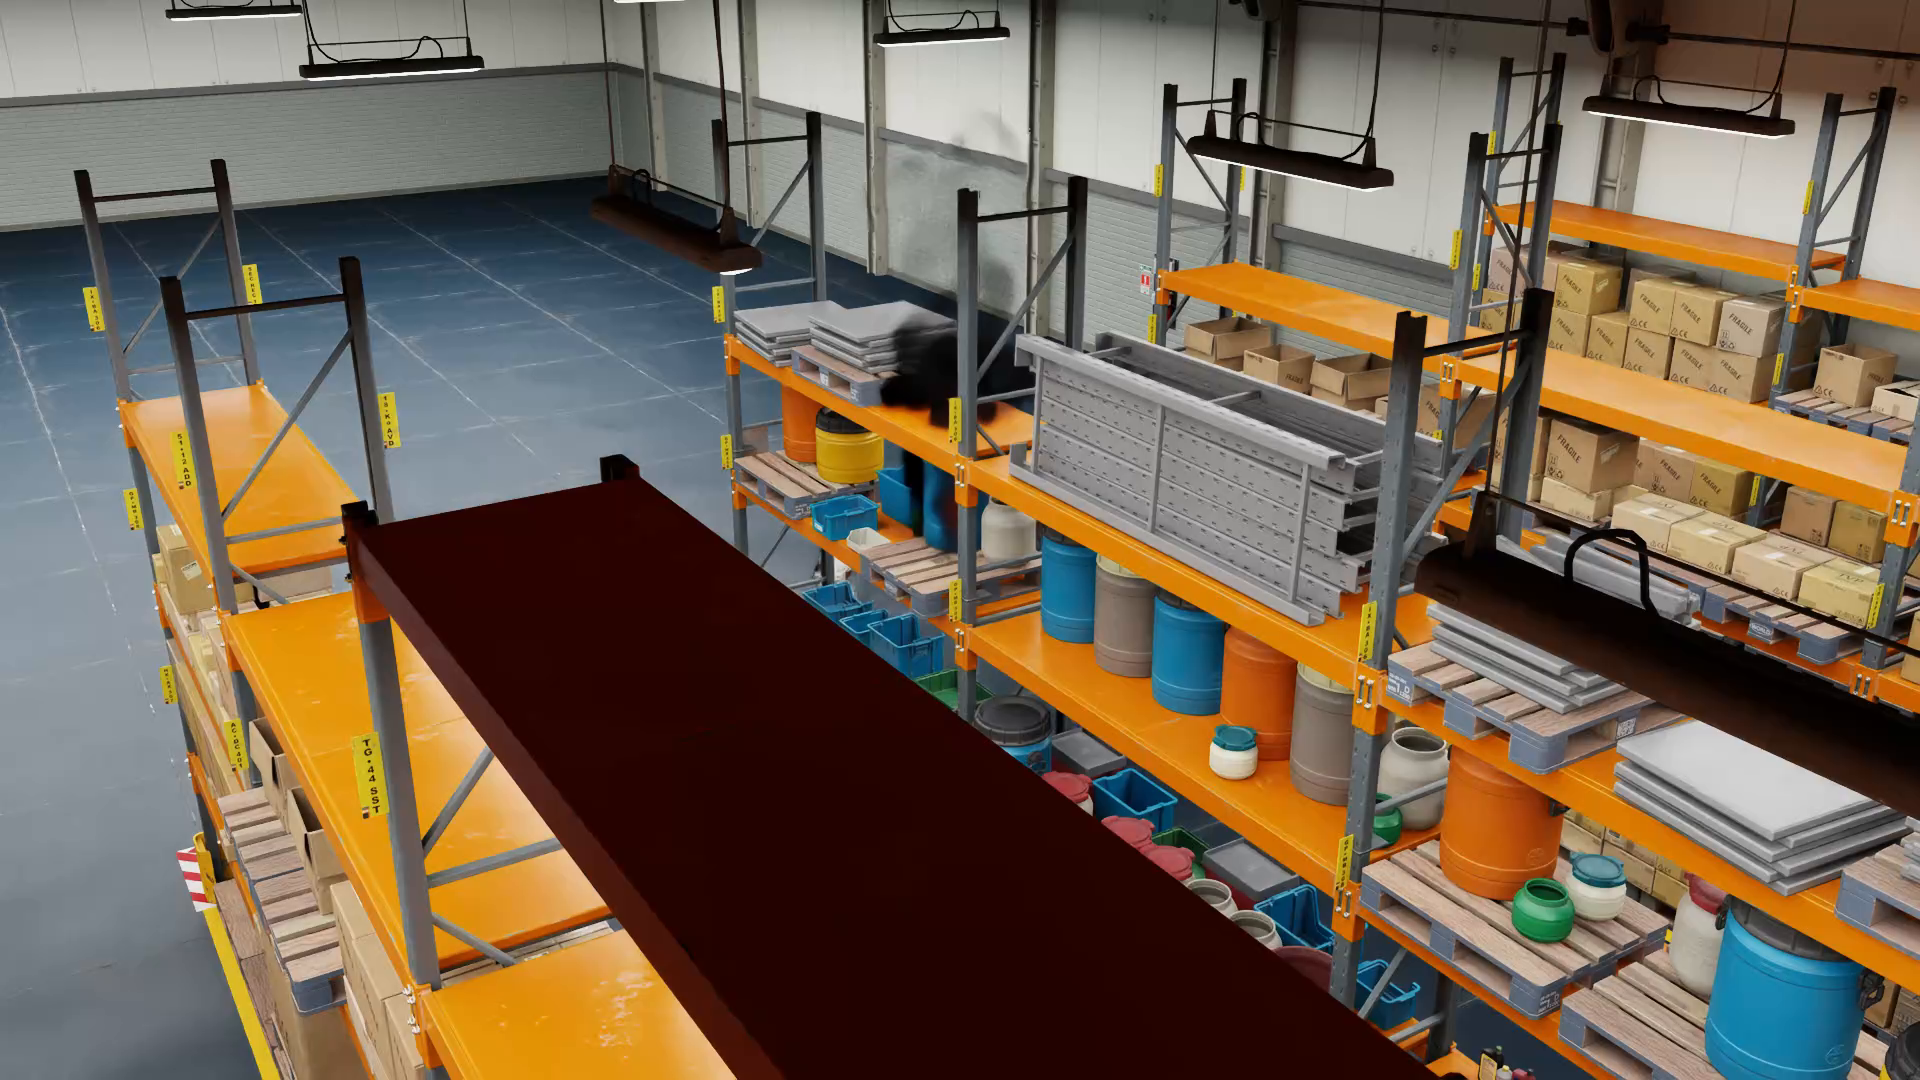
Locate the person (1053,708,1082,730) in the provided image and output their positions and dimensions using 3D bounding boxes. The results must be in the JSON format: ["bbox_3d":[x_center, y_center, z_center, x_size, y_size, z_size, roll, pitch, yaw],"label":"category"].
[{"bbox_3d":[1.091,1.745,14.889,0.613,1.629,0.726,-13,25,-29],"label":"person"}]

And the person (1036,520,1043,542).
[{"bbox_3d":[0.890,-0.401,20.023,0.968,1.733,0.676,-2,22,-5],"label":"person"}]

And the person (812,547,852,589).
[{"bbox_3d":[-1.276,0.681,17.532,0.634,1.664,0.613,7,23,17],"label":"person"}]
